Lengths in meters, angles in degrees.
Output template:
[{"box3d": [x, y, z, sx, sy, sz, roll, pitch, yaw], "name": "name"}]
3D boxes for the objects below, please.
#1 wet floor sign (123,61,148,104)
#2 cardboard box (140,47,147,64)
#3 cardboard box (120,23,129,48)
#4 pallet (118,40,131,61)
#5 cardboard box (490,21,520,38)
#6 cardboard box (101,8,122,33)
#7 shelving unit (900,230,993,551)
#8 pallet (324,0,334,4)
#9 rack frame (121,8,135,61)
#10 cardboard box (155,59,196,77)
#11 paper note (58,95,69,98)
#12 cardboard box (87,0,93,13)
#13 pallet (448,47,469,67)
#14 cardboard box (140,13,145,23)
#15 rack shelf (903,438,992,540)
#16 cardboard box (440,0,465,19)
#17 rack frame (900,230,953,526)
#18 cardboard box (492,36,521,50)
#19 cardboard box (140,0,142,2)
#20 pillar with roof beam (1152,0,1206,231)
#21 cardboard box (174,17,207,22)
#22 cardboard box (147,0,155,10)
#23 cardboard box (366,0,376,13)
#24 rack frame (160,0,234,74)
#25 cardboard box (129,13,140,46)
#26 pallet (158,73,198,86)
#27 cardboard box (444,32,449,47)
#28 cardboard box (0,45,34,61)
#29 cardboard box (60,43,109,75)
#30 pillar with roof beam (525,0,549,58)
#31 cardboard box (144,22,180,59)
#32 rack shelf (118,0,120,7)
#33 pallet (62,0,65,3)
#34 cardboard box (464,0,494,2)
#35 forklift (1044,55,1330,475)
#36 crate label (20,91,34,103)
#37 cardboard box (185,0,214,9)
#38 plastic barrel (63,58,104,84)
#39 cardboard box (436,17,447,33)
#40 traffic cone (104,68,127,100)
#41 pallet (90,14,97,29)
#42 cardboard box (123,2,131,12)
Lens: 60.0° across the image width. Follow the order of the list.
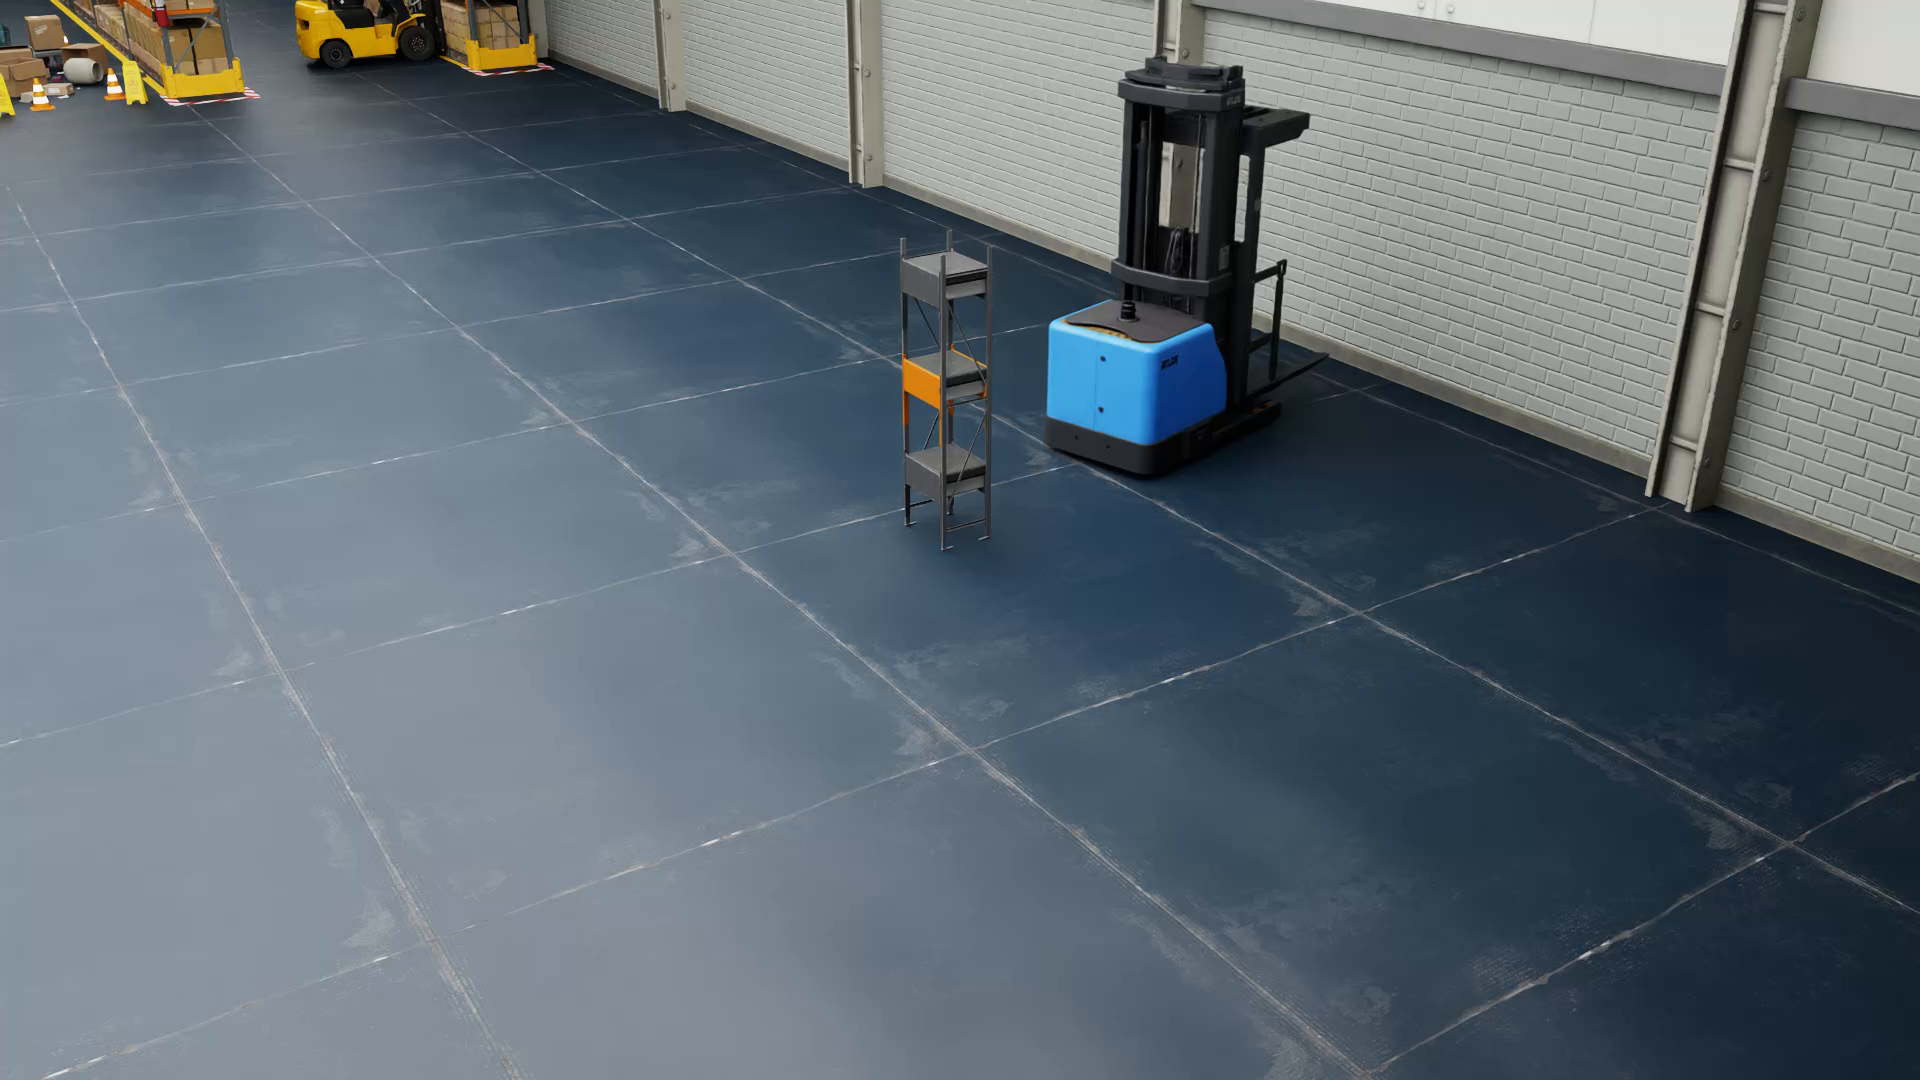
[{"box3d": [-13.074, -7.246, 26.306, 0.267, 0.644, 0.232, -6, 26, -12], "name": "wet floor sign"}, {"box3d": [-13.776, -8.354, 28.624, 0.500, 0.250, 0.500, -16, 30, -30], "name": "cardboard box"}, {"box3d": [-14.753, -9.248, 30.374, 0.950, 0.372, 0.625, -15, 29, -29], "name": "cardboard box"}, {"box3d": [-14.891, -9.076, 30.691, 1.003, 0.211, 1.213, -16, 29, -30], "name": "pallet"}, {"box3d": [-8.207, -9.176, 29.779, 0.500, 0.250, 0.500, -15, 29, -29], "name": "cardboard box"}, {"box3d": [-15.939, -10.025, 32.021, 0.950, 0.372, 0.625, -16, 30, -31], "name": "cardboard box"}, {"box3d": [-0.090, -1.009, 11.390, 0.431, 2.100, 0.503, -16, 29, -30], "name": "shelving unit"}, {"box3d": [-13.530, -12.099, 37.094, 1.003, 0.211, 1.213, -16, 29, -30], "name": "pallet"}, {"box3d": [-14.465, -10.059, 29.507, 1.000, 3.000, 0.127, -16, 29, -30], "name": "rack frame"}, {"box3d": [-12.961, -7.810, 27.471, 0.500, 0.250, 0.500, -16, 29, -30], "name": "cardboard box"}, {"box3d": [-14.465, -7.160, 26.843, 0.142, 0.019, 0.148, 18, 31, 33], "name": "paper note"}, {"box3d": [-17.439, -11.305, 34.144, 0.875, 0.875, 0.875, -15, 29, -29], "name": "cardboard box"}, {"box3d": [-8.577, -8.789, 30.083, 1.003, 0.211, 1.213, -16, 29, -30], "name": "pallet"}, {"box3d": [-13.471, -8.734, 27.791, 0.380, 0.149, 0.250, -14, 29, -27], "name": "cardboard box"}, {"box3d": [-0.090, -0.363, 11.694, 0.431, 0.518, 0.480, -16, 29, -30], "name": "rack shelf"}, {"box3d": [-9.205, -9.636, 30.169, 0.500, 0.250, 0.500, -15, 29, -29], "name": "cardboard box"}, {"box3d": [-0.224, -1.096, 11.574, 0.400, 2.100, 0.015, -16, 29, -30], "name": "rack frame"}, {"box3d": [-8.229, -8.954, 29.895, 0.500, 0.250, 0.500, -15, 29, -29], "name": "cardboard box"}, {"box3d": [-13.422, -9.040, 27.642, 0.380, 0.149, 0.250, -16, 30, -30], "name": "cardboard box"}, {"box3d": [-1.530, -5.517, 12.858, 9.100, 9.000, 0.400, -16, 29, -30], "name": "pillar with roof beam"}, {"box3d": [-13.059, -8.643, 28.357, 0.500, 0.500, 0.500, -15, 29, -29], "name": "cardboard box"}, {"box3d": [-12.896, -8.663, 26.845, 0.380, 0.149, 0.250, -16, 30, -30], "name": "cardboard box"}, {"box3d": [-11.799, -11.306, 34.437, 0.875, 0.625, 0.625, -14, 29, -28], "name": "cardboard box"}, {"box3d": [-12.281, -8.628, 26.476, 1.000, 3.000, 0.127, -16, 29, -30], "name": "rack frame"}, {"box3d": [-14.067, -8.882, 28.864, 0.500, 0.500, 0.500, -14, 29, -28], "name": "cardboard box"}, {"box3d": [-12.737, -7.693, 27.762, 1.003, 0.211, 1.213, -16, 29, -30], "name": "pallet"}, {"box3d": [-9.175, -9.188, 30.392, 0.500, 0.250, 0.500, -15, 29, -29], "name": "cardboard box"}, {"box3d": [-15.879, -7.932, 27.765, 0.797, 0.637, 0.503, -16, 29, -30], "name": "cardboard box"}, {"box3d": [-15.020, -8.229, 28.556, 0.500, 0.500, 0.500, 3, 25, 6], "name": "cardboard box"}, {"box3d": [-11.356, -11.955, 26.496, 9.100, 9.000, 0.400, -16, 29, -30], "name": "pillar with roof beam"}, {"box3d": [-13.225, -8.326, 27.685, 0.500, 0.500, 0.500, -14, 29, -28], "name": "cardboard box"}, {"box3d": [-15.557, -10.449, 31.176, 1.077, 0.370, 4.000, -16, 29, -30], "name": "rack shelf"}, {"box3d": [-19.852, -12.386, 37.703, 1.003, 0.211, 1.213, -16, 29, -30], "name": "pallet"}, {"box3d": [-8.768, -9.760, 30.432, 0.500, 0.250, 0.500, -16, 30, -30], "name": "cardboard box"}, {"box3d": [2.016, -2.371, 13.301, 1.130, 2.935, 3.031, 20, 32, 36], "name": "forklift"}, {"box3d": [-14.822, -7.073, 26.536, 0.298, 0.136, 0.250, 12, 28, 24], "name": "crate label"}, {"box3d": [-12.293, -8.684, 26.889, 0.380, 0.149, 0.250, -15, 29, -29], "name": "cardboard box"}, {"box3d": [-14.677, -7.849, 27.844, 0.512, 0.421, 0.421, 3, 25, 6], "name": "plastic barrel"}, {"box3d": [-9.216, -9.422, 30.300, 0.500, 0.250, 0.500, -16, 30, -31], "name": "cardboard box"}, {"box3d": [-13.597, -7.334, 26.707, 0.336, 0.463, 0.334, -16, 29, -30], "name": "traffic cone"}, {"box3d": [-17.016, -10.528, 33.767, 1.003, 0.211, 1.213, -16, 29, -30], "name": "pallet"}, {"box3d": [-14.351, -9.305, 29.001, 0.380, 0.149, 0.250, -15, 29, -29], "name": "cardboard box"}]
